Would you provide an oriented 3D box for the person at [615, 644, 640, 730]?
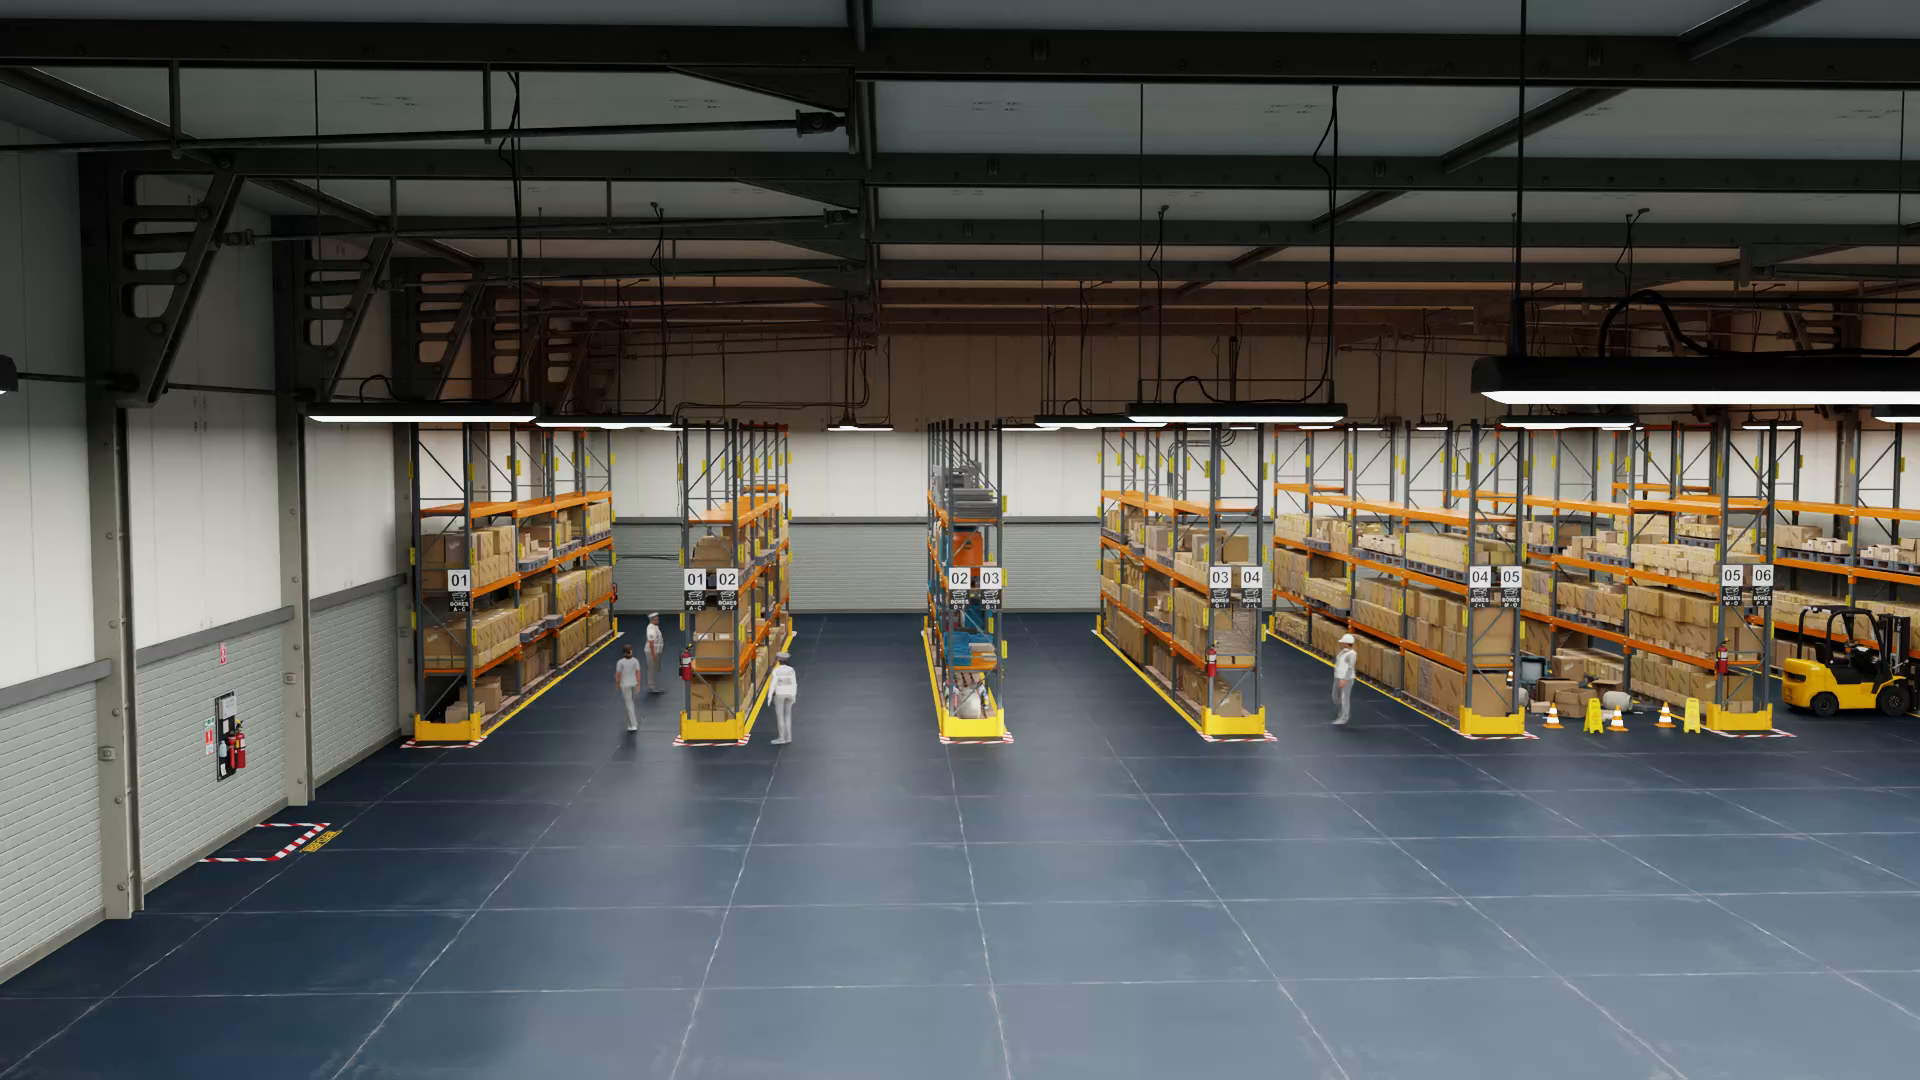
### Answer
[{"bbox_3d":[-6.405,2.856,32.046,0.612,1.723,0.472,3,5,42],"label":"person"}]

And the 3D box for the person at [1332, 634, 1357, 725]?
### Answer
[{"bbox_3d":[7.545,2.758,32.809,0.468,1.816,0.621,-1,4,-18],"label":"person"}]

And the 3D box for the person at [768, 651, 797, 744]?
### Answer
[{"bbox_3d":[-3.280,2.927,30.711,0.567,1.721,0.376,-2,4,-32],"label":"person"}]

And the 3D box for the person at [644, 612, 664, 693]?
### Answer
[{"bbox_3d":[-6.765,2.484,36.765,0.406,1.775,0.580,0,4,6],"label":"person"}]
